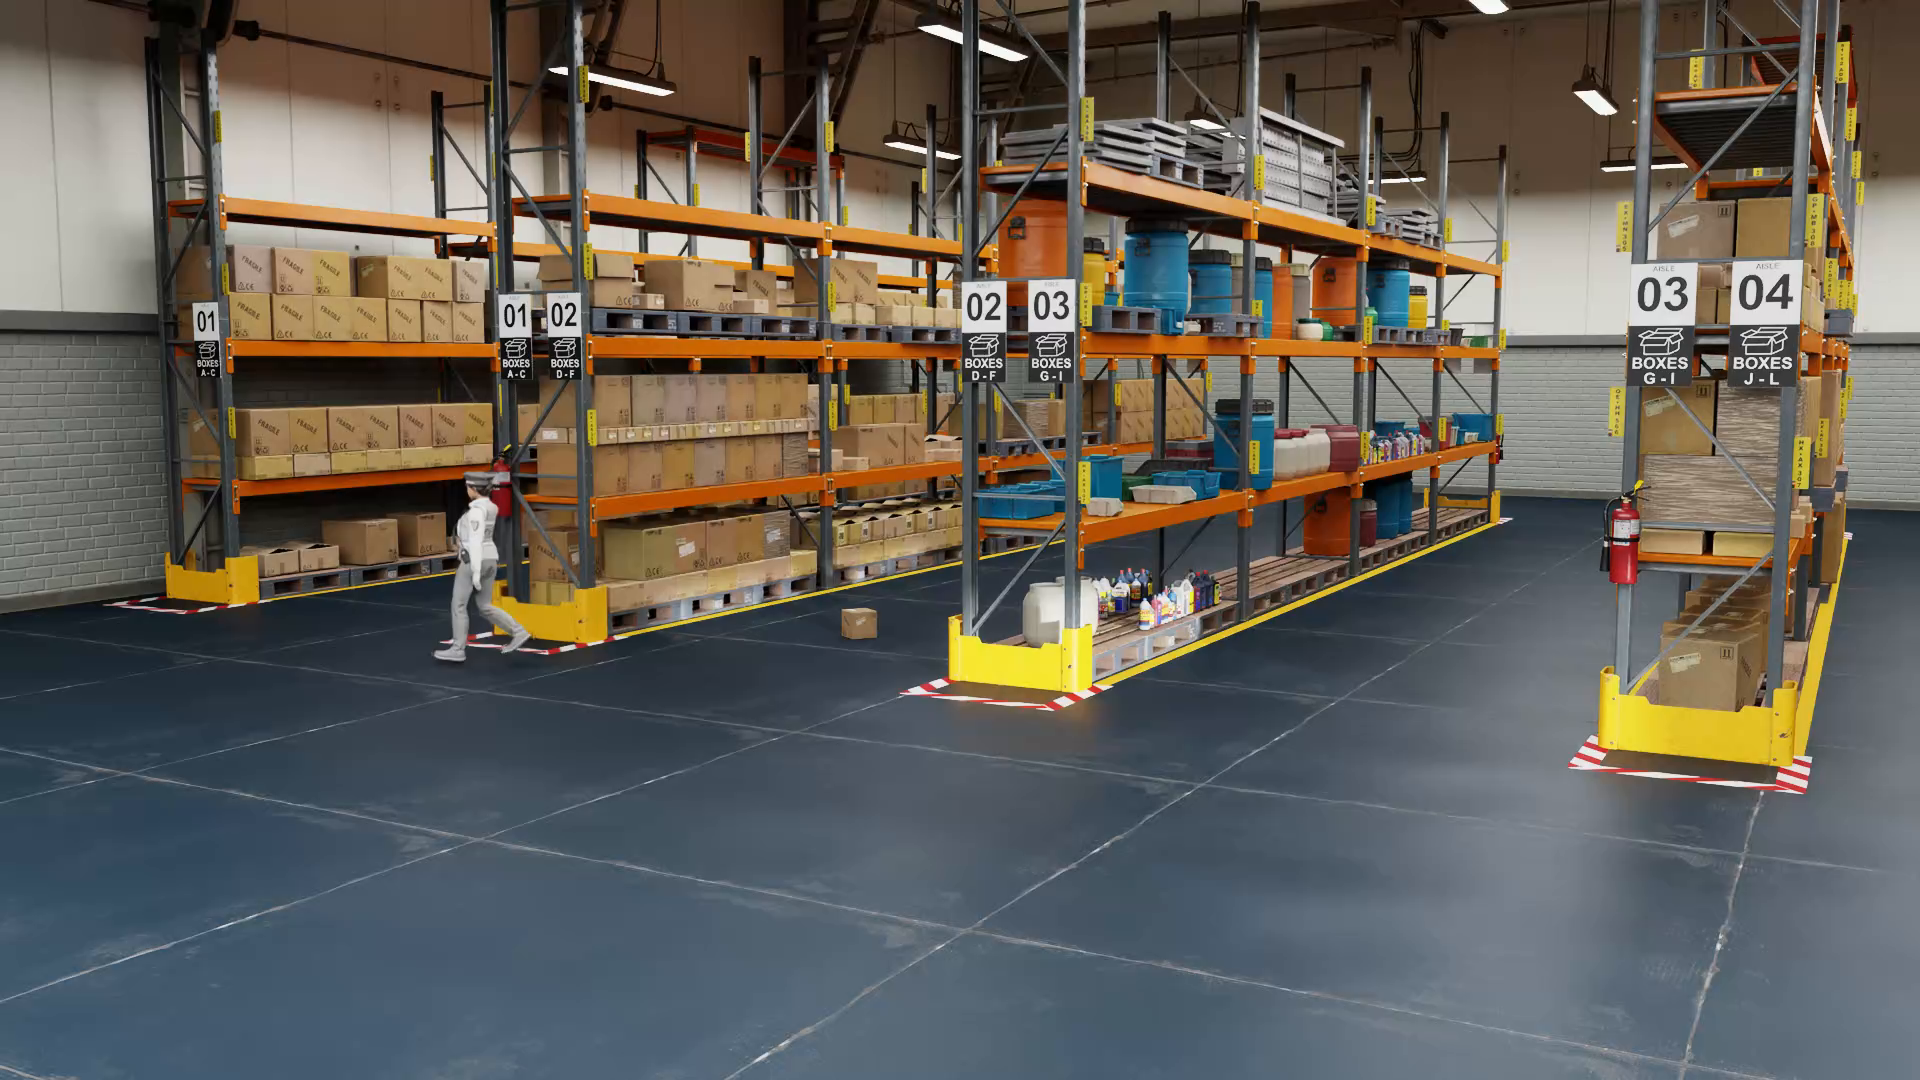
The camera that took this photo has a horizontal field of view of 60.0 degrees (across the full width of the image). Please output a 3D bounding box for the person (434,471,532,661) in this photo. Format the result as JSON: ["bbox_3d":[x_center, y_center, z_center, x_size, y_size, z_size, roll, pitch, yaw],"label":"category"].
[{"bbox_3d":[-4.112,0.223,14.259,0.825,1.627,0.519,2,6,14],"label":"person"}]
